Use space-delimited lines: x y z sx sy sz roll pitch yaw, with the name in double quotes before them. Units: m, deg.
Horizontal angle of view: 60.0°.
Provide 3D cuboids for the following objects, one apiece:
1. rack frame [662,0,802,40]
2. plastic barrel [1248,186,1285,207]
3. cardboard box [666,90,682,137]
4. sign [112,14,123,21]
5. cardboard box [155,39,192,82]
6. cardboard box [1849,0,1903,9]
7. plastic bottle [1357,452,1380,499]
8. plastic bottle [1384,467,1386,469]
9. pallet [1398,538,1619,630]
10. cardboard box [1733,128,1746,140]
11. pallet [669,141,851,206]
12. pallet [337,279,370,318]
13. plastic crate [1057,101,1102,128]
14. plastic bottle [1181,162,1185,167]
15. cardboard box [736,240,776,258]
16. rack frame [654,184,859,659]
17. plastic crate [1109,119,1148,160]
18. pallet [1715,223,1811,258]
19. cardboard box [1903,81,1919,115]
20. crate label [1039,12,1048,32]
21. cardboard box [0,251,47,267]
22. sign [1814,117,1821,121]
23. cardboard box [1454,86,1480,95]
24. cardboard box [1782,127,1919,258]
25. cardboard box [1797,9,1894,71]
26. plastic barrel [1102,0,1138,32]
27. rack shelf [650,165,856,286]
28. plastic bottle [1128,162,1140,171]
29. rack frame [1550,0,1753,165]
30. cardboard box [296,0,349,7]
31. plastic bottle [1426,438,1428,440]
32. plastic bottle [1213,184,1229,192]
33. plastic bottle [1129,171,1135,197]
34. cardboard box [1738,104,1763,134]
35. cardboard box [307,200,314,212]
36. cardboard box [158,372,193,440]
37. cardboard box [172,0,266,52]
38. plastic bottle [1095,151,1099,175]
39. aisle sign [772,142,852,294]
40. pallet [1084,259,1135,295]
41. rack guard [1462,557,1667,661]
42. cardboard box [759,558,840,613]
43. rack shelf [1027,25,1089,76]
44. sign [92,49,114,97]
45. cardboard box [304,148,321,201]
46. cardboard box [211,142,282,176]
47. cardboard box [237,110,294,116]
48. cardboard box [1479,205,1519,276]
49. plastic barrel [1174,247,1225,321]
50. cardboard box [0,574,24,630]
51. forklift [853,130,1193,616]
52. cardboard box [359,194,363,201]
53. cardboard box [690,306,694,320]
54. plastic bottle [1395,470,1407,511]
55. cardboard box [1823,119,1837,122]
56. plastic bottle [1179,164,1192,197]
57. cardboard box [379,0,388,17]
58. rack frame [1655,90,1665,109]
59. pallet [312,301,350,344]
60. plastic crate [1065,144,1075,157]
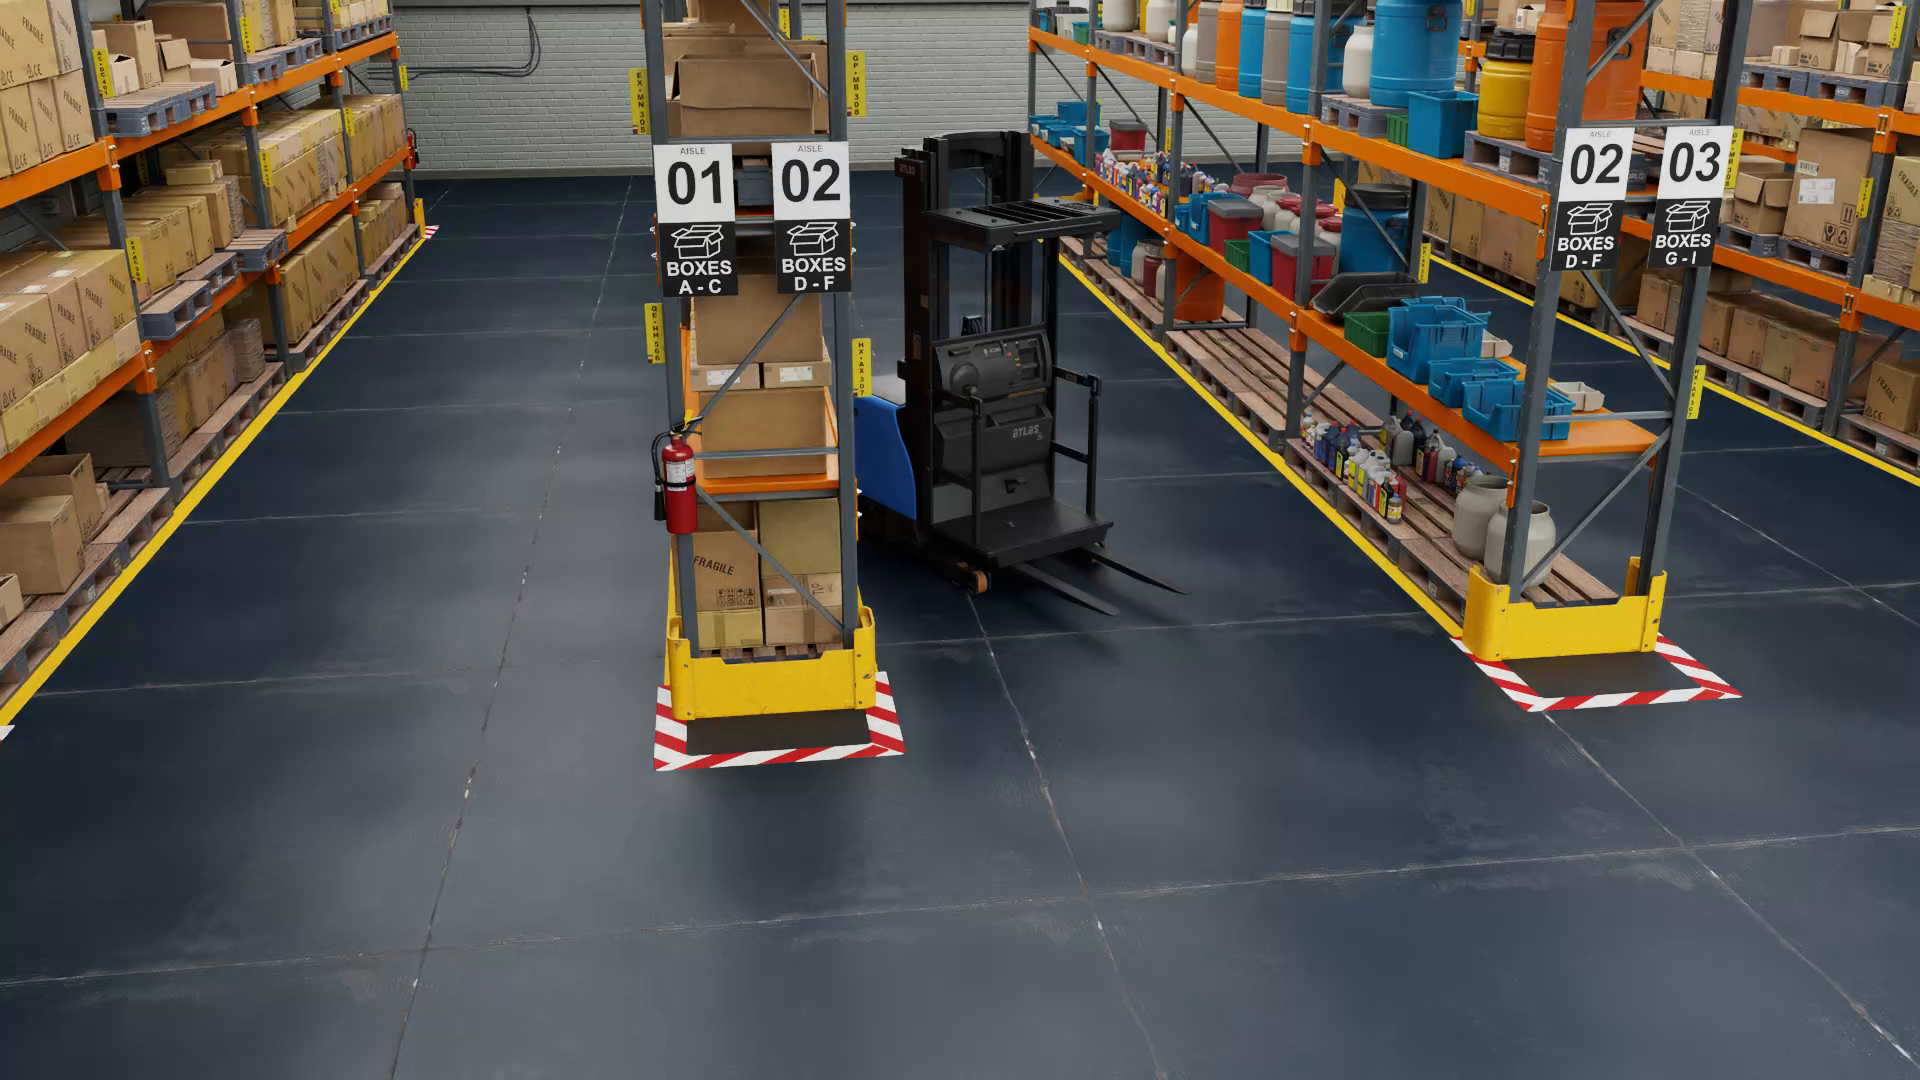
"rack frame" -1.663 -4.668 11.854 1.000 3.000 0.127 -3 21 -8
"plastic barrel" 3.022 -3.198 16.333 0.421 0.512 0.421 0 20 0
"cardboard box" -1.514 -2.456 9.631 0.500 0.250 0.500 -3 21 -8
"sign" -7.692 -4.651 15.243 0.100 0.325 0.005 -3 21 -8
"cardboard box" -7.046 -4.001 14.178 0.797 0.503 0.637 0 20 0
"cardboard box" 11.855 -6.853 21.248 0.700 0.500 0.500 -3 21 -8
"plastic bottle" 3.060 -0.494 12.410 0.144 0.351 0.185 -2 21 -6
"plastic bottle" 3.173 -0.446 12.493 0.097 0.201 0.097 0 20 0
"pallet" 3.646 0.279 11.167 1.003 0.211 1.213 -3 21 -8
"cardboard box" 11.340 -5.848 23.947 0.380 0.149 0.250 -3 21 -7
"pallet" -1.163 -2.083 9.345 1.003 0.211 1.213 -3 21 -8
"pallet" -7.532 -2.807 19.430 1.003 0.211 1.213 -3 21 -8
"plastic crate" 1.742 -6.199 24.391 0.616 0.435 0.499 -3 21 -8
"plastic bottle" 2.607 -4.350 19.754 0.152 0.276 0.135 -3 21 -8
"cardboard box" -1.230 -1.490 9.921 0.700 0.500 0.500 -3 21 -9
"rack frame" -1.087 -0.473 9.195 1.000 3.000 0.127 -3 21 -8
"plastic crate" 2.205 -5.256 21.825 0.402 0.464 0.583 -3 21 -8
"pallet" 7.889 -2.968 16.150 1.003 0.211 1.213 -3 21 -8
"cardboard box" 7.951 -3.522 13.287 0.500 0.250 0.500 -4 21 -10
"crate label" 1.322 -7.261 23.295 0.408 0.251 0.502 -3 21 -8
"cardboard box" -6.704 -1.724 11.659 0.500 0.500 0.500 -3 21 -9
"sign" 11.374 -5.717 21.998 0.100 0.325 0.005 -3 21 -8
"cardboard box" 6.656 -5.692 21.887 0.500 0.500 0.500 -2 21 -6
"cardboard box" 8.164 -3.116 14.815 1.000 1.000 1.000 -3 21 -7
"cardboard box" 8.033 -4.500 14.944 0.797 0.503 0.637 -2 21 -6
"plastic barrel" 1.913 -6.347 19.841 0.433 0.535 0.433 0 20 0
"rack shelf" -1.375 -2.234 10.650 1.077 0.370 4.000 -3 21 -8
"plastic bottle" 2.059 -4.326 19.688 0.152 0.276 0.135 -3 21 -8
"rack frame" 3.815 -3.532 8.811 1.000 3.000 0.127 -3 21 -8
"cardboard box" -7.543 -6.567 19.625 0.500 0.500 0.500 -3 21 -8
"plastic bottle" 3.709 -0.711 13.086 0.061 0.283 0.133 -2 21 -4
"plastic bottle" 2.853 -3.760 18.172 0.152 0.276 0.135 -3 21 -8
"plastic bottle" 1.971 -4.061 18.969 0.061 0.283 0.133 -3 21 -8
"cardboard box" 11.416 -6.033 23.513 0.500 0.500 0.500 -3 21 -8
"cardboard box" -7.223 -3.631 17.981 0.380 0.149 0.250 -2 21 -6
"cardboard box" -6.812 -1.072 13.744 0.700 0.500 0.500 -3 21 -9
"cardboard box" -7.463 -5.188 16.760 0.700 0.500 0.500 -2 21 -5
"plastic bottle" 1.716 -4.673 20.608 0.061 0.283 0.133 -3 21 -8
"aisle sign" -0.774 -1.683 8.721 0.394 0.787 0.004 -3 21 -8
"pallet" 2.155 -3.301 20.752 1.003 0.211 1.213 -3 21 -8
"rack guard" 3.758 0.426 10.362 1.175 0.500 0.348 -3 21 -8
"cardboard box" -1.020 0.249 10.593 0.500 0.250 0.500 -3 21 -8
"rack shelf" 1.797 -6.637 22.440 1.077 0.370 4.000 -3 21 -8
"sign" -6.029 -3.284 11.696 0.100 0.325 0.005 -3 21 -8
"cardboard box" -7.178 -3.902 17.779 0.500 0.500 0.500 -2 21 -6
"cardboard box" -6.956 -3.719 16.217 0.500 0.250 0.500 -2 21 -6
"cardboard box" -7.910 -4.751 18.981 0.500 0.250 0.500 -2 21 -6
"cardboard box" 7.228 -3.798 20.533 1.225 0.875 0.875 -4 21 -10
"plastic barrel" 2.575 -2.840 18.034 0.600 0.830 0.708 -3 21 -8
"cardboard box" -6.081 0.390 10.098 0.500 0.311 0.500 -1 21 -3
"forklift" 0.358 -1.195 11.226 1.130 2.935 3.031 -14 25 -33
"cardboard box" -8.164 -4.537 22.122 0.380 0.149 0.250 -3 21 -7
"cardboard box" -1.519 -1.395 10.593 0.380 0.149 0.250 -2 21 -6
"plastic bottle" 3.213 -0.363 12.155 0.061 0.283 0.133 -3 21 -8
"cardboard box" 11.511 -5.539 21.669 0.380 0.149 0.250 -2 21 -5
"plastic bottle" 2.569 -4.116 19.019 0.144 0.351 0.185 -3 21 -8
"cardboard box" -7.926 -7.100 22.123 0.500 0.250 0.500 -2 21 -6
"rack frame" 11.333 -6.726 25.938 1.000 3.000 0.127 -3 21 -8
"pallet" -7.353 -2.384 18.296 1.003 0.211 1.213 -3 21 -8
"plastic crate" 1.658 -5.149 22.024 0.437 0.125 0.590 -3 21 -8
